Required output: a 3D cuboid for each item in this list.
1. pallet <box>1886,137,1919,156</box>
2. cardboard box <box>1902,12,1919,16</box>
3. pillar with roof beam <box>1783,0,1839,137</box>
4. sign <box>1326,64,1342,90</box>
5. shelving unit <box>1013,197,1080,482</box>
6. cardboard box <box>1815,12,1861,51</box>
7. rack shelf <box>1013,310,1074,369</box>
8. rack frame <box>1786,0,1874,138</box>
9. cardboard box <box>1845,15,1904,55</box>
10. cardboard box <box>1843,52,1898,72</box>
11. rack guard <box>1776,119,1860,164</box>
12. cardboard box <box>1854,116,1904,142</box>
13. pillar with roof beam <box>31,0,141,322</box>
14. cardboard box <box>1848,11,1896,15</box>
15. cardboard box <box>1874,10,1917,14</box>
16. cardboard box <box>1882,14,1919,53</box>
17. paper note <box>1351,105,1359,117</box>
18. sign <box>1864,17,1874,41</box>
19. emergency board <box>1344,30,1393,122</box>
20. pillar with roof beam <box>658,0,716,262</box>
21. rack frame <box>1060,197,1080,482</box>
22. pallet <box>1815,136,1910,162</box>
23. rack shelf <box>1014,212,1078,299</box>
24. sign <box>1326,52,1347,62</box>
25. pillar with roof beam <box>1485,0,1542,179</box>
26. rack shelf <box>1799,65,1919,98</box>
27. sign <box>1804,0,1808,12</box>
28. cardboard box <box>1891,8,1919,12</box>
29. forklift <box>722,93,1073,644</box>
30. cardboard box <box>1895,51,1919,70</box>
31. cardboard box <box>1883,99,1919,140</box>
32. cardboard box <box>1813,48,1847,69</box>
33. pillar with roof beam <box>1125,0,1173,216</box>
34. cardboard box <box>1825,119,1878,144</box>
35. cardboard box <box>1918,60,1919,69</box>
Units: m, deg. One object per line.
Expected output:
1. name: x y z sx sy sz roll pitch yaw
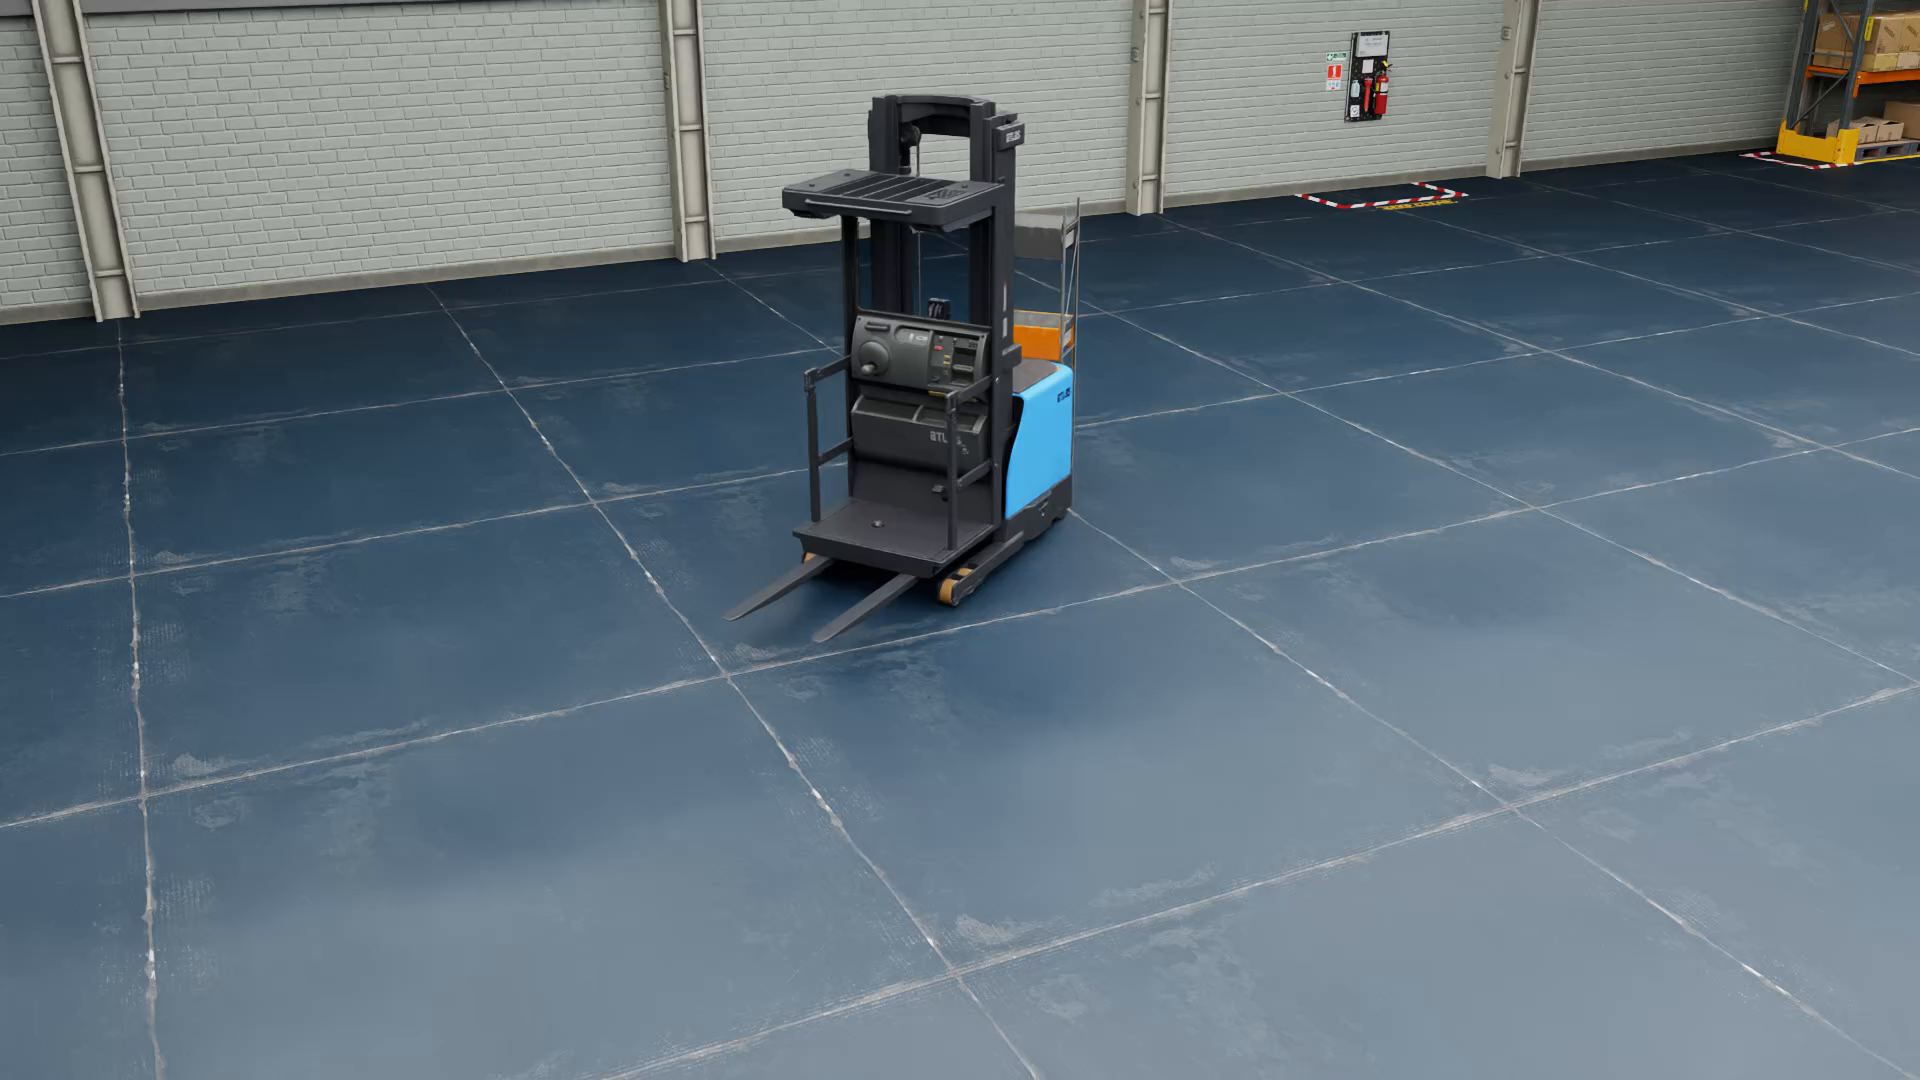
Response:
1. pallet: 14.846 -6.244 26.058 1.213 0.211 1.003 -10 25 -24
2. cardboard box: 14.411 -7.620 24.927 0.500 0.500 0.500 -11 25 -25
3. pillar with roof beam: 15.055 -8.899 20.982 0.400 9.000 9.100 -10 25 -24
4. sign: 4.995 -6.179 22.208 0.234 0.329 0.001 -10 25 -24
5. shelving unit: 0.531 -1.359 11.788 0.503 2.100 0.431 7 24 17
6. cardboard box: 13.265 -7.634 24.960 0.500 0.500 0.500 -11 25 -24
7. rack shelf: 0.531 -1.347 11.794 0.480 0.518 0.431 7 24 17
8. rack frame: 12.932 -7.196 24.713 0.127 3.000 1.000 -10 25 -24
9. cardboard box: 13.493 -7.458 24.535 0.500 0.500 0.500 -10 25 -24
10. cardboard box: 13.510 -7.108 24.669 0.500 0.250 0.500 -11 25 -25
11. rack guard: 13.001 -6.054 25.221 0.348 0.500 1.175 -10 25 -24
12. cardboard box: 14.108 -6.335 25.573 0.500 0.311 0.500 -8 24 -19
13. pillar with roof beam: -6.570 -4.918 11.364 0.400 9.000 9.100 -10 25 -24
14. cardboard box: 13.723 -7.714 25.153 0.500 0.500 0.500 -10 25 -23
15. cardboard box: 14.187 -7.801 25.364 0.500 0.500 0.500 -11 25 -25
16. cardboard box: 13.942 -7.537 24.725 0.500 0.500 0.500 -10 25 -23
17. paper note: 5.349 -5.806 22.505 0.142 0.148 0.016 -10 25 -24
18. sign: 13.168 -7.409 24.095 0.005 0.325 0.100 -10 25 -24
19. emergency board: 5.538 -6.218 22.350 0.643 1.169 0.194 -10 25 -24
20. pillar with roof beam: -1.164 -5.913 13.769 0.400 9.000 9.100 -10 25 -24
21. rack frame: 0.762 -1.330 11.717 0.015 2.100 0.400 7 24 17
22. pallet: 13.748 -6.043 25.572 1.213 0.211 1.003 -10 25 -24
23. rack shelf: 0.531 -1.993 11.526 0.480 0.518 0.431 7 24 17
24. sign: 5.003 -6.421 22.101 0.331 0.109 0.001 -10 25 -24
25. pillar with roof beam: 9.649 -7.903 18.577 0.400 9.000 9.100 -10 25 -24
26. rack shelf: 14.734 -7.195 25.652 4.000 0.370 1.077 -10 25 -24
27. sign: 12.710 -8.072 24.901 0.005 0.325 0.100 -10 25 -24
28. cardboard box: 14.640 -7.885 25.566 0.500 0.500 0.500 -10 25 -23
29. forklift: -0.358 -1.144 10.181 1.130 2.935 3.031 12 25 26
30. cardboard box: 13.971 -7.199 24.889 0.500 0.250 0.500 -11 25 -25
31. cardboard box: 14.791 -6.527 25.790 0.500 0.500 0.700 -12 25 -27
32. cardboard box: 13.269 -7.280 25.086 0.500 0.250 0.500 -10 25 -23
33. pillar with roof beam: 4.242 -6.908 16.173 0.400 9.000 9.100 -10 25 -24
34. cardboard box: 13.595 -6.241 25.345 0.500 0.311 0.500 -14 26 -30
35. cardboard box: 14.433 -7.281 25.088 0.500 0.250 0.500 -11 25 -24
